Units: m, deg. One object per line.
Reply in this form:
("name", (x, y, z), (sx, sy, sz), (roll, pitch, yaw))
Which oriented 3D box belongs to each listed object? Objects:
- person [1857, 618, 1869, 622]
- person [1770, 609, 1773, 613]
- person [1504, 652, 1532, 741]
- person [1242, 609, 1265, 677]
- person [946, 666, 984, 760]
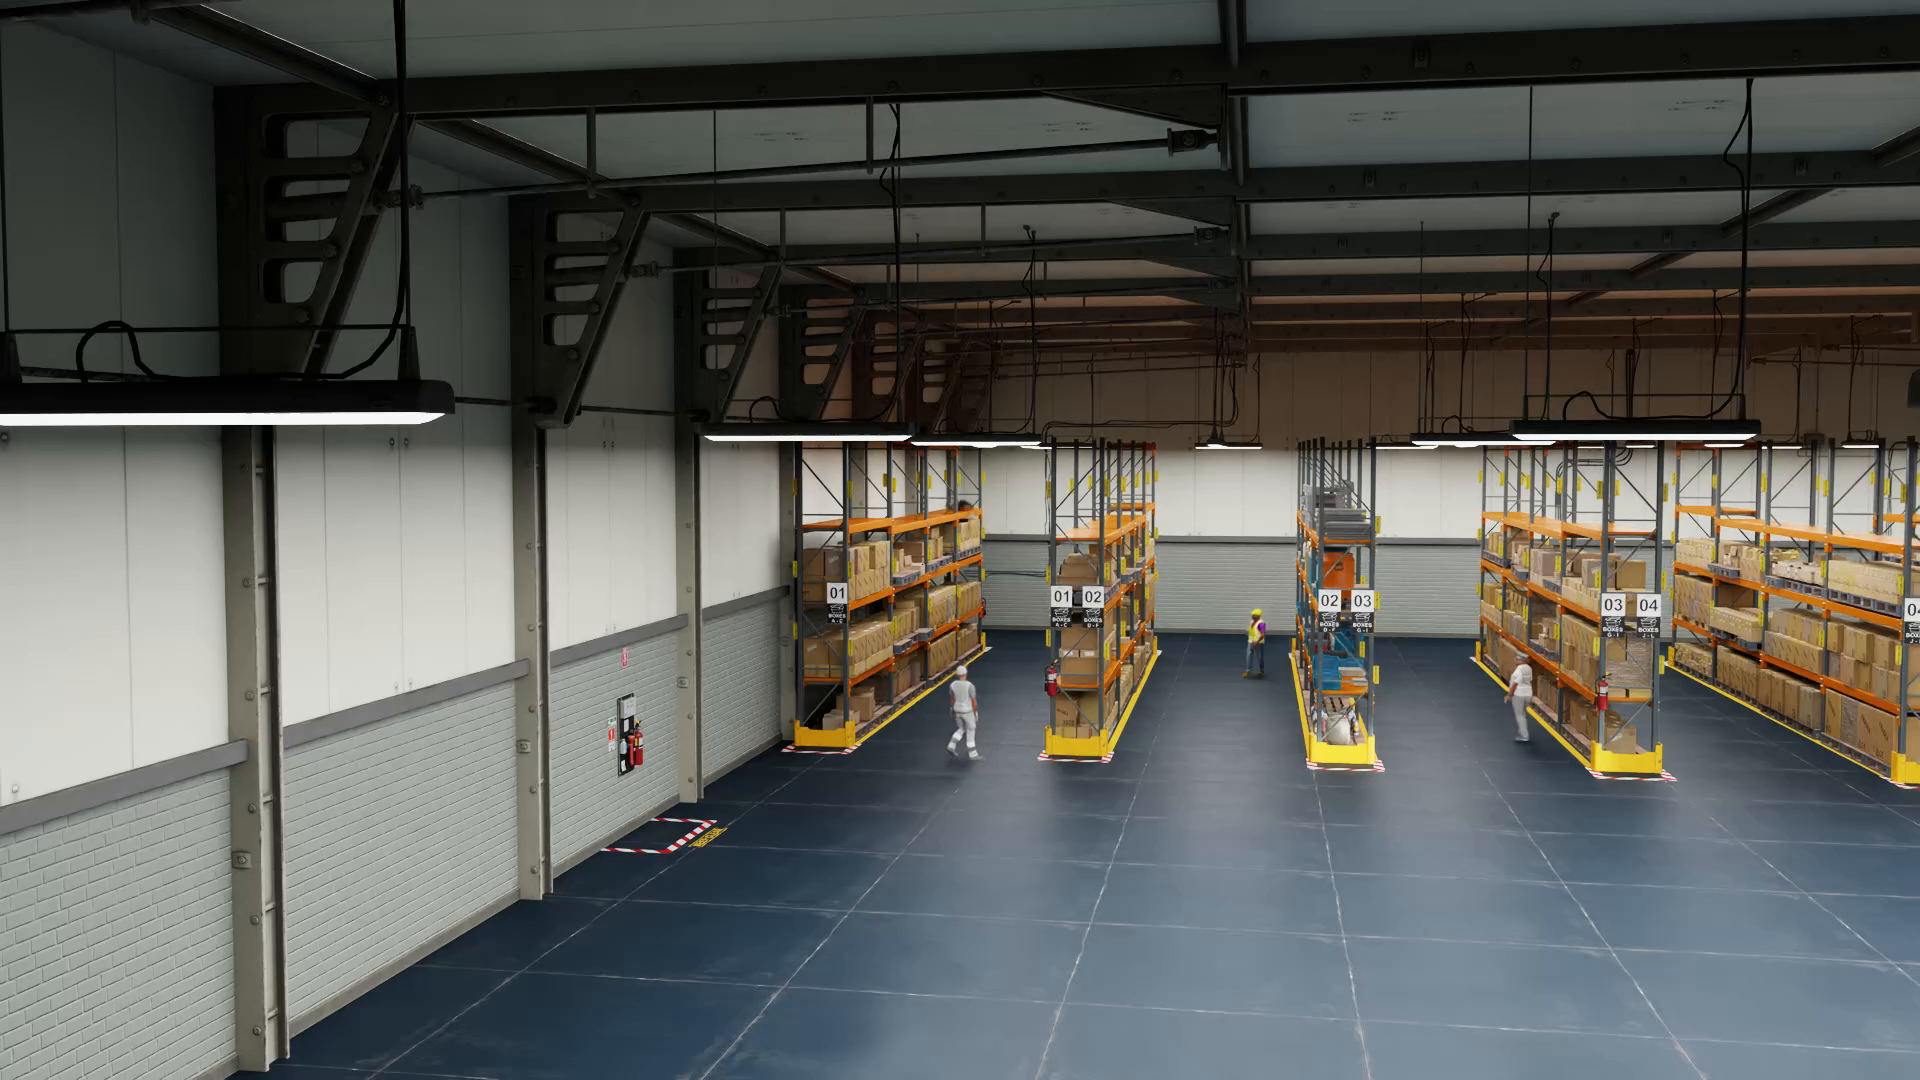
("person", (25.961, 2.431, 47.759), (0.814, 1.503, 0.521), (0, 3, -2))
("person", (20.708, 2.603, 42.434), (0.601, 1.762, 0.593), (-2, 4, -35))
("person", (11.079, 3.130, 32.912), (0.575, 1.854, 0.538), (-2, 3, -28))
("person", (7.516, 2.604, 42.212), (0.513, 1.704, 1.038), (1, 3, 22))
("person", (0.085, 3.208, 30.939), (0.627, 1.789, 0.597), (3, 4, 44))
